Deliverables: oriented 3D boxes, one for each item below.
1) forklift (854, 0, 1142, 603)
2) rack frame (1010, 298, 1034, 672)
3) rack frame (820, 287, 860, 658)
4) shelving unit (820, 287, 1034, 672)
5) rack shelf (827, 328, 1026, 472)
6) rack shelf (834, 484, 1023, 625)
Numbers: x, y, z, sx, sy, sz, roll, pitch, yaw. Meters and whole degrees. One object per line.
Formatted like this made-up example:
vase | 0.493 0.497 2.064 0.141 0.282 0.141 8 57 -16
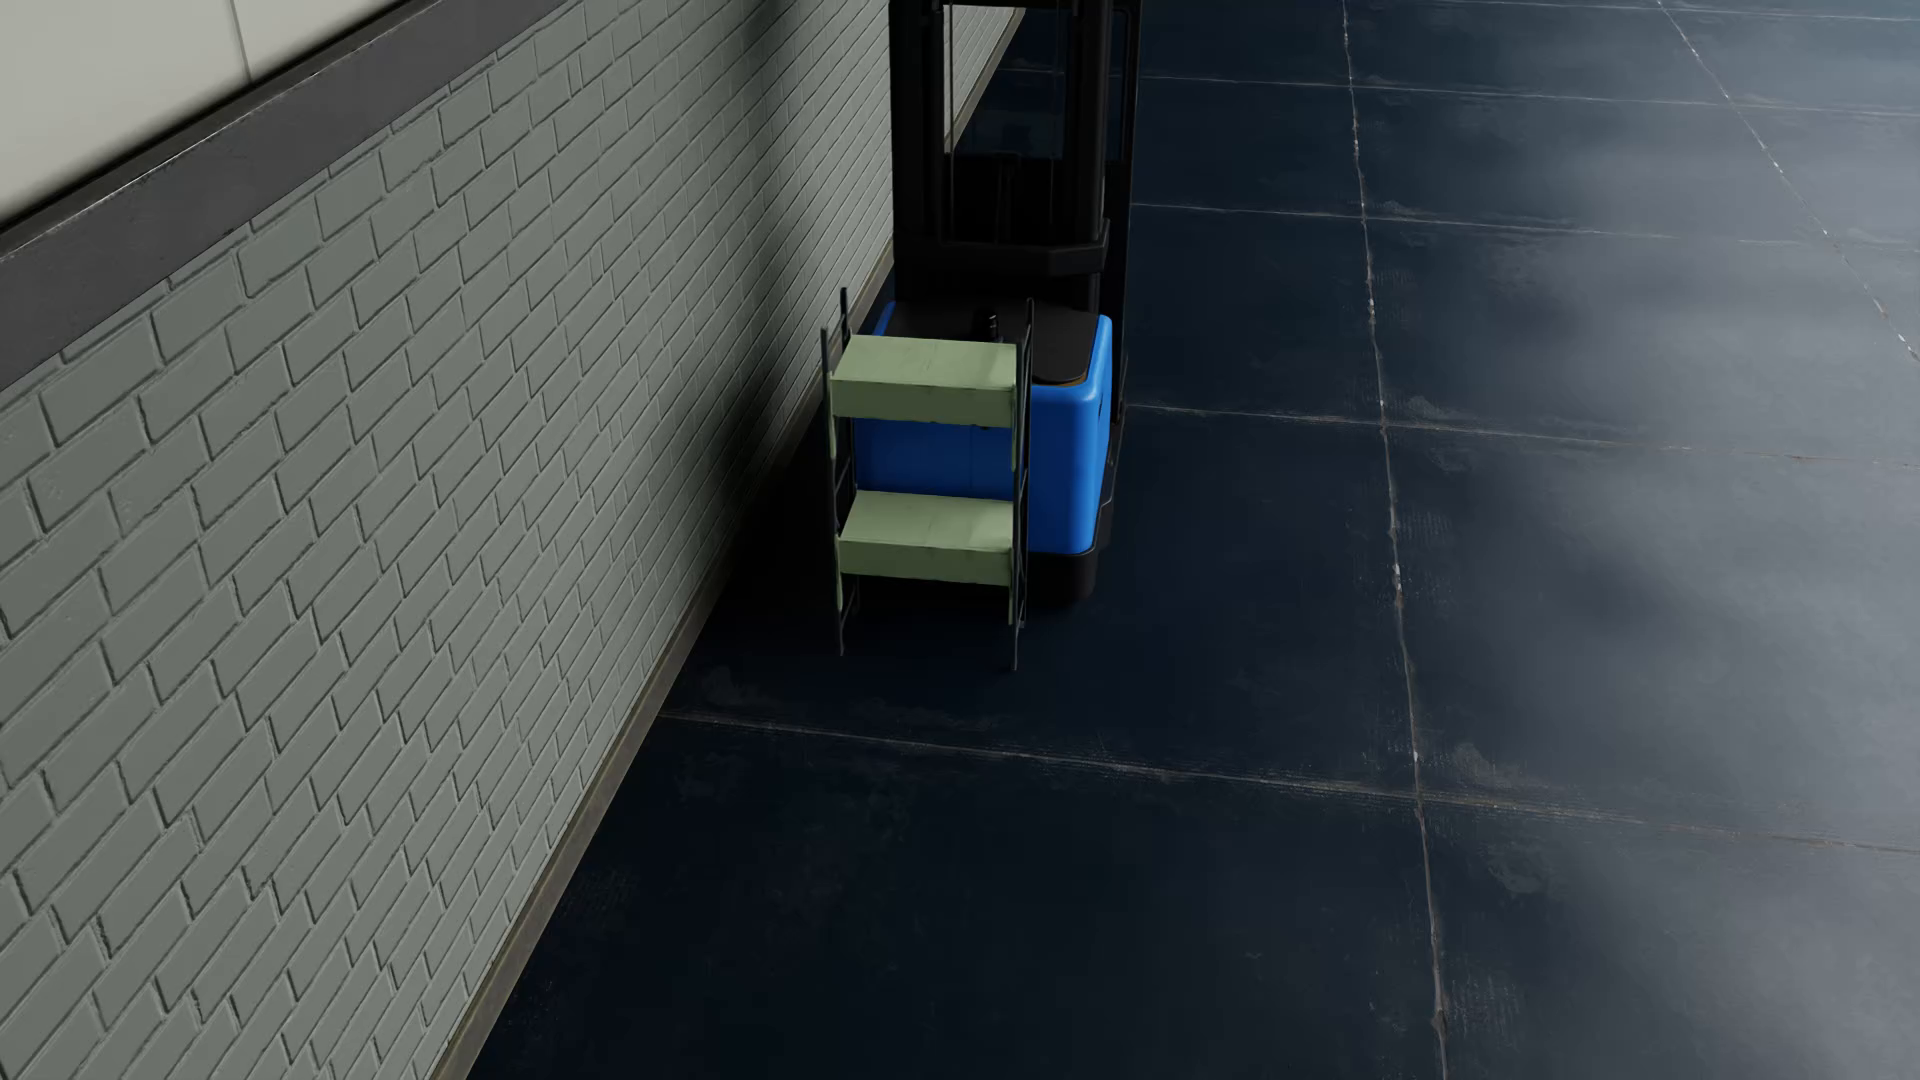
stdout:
forklift | 0.272 -1.738 7.764 1.130 2.935 3.031 5 32 7
rack frame | 0.245 -0.194 6.646 0.023 1.500 0.400 4 32 7
rack frame | -0.480 -0.248 6.733 0.023 1.500 0.400 4 32 7
shelving unit | -0.117 -0.221 6.689 0.755 1.500 0.431 4 32 7
rack shelf | -0.117 -0.552 6.482 0.720 0.370 0.431 4 32 7
rack shelf | -0.117 0.055 6.862 0.720 0.370 0.431 4 32 7
